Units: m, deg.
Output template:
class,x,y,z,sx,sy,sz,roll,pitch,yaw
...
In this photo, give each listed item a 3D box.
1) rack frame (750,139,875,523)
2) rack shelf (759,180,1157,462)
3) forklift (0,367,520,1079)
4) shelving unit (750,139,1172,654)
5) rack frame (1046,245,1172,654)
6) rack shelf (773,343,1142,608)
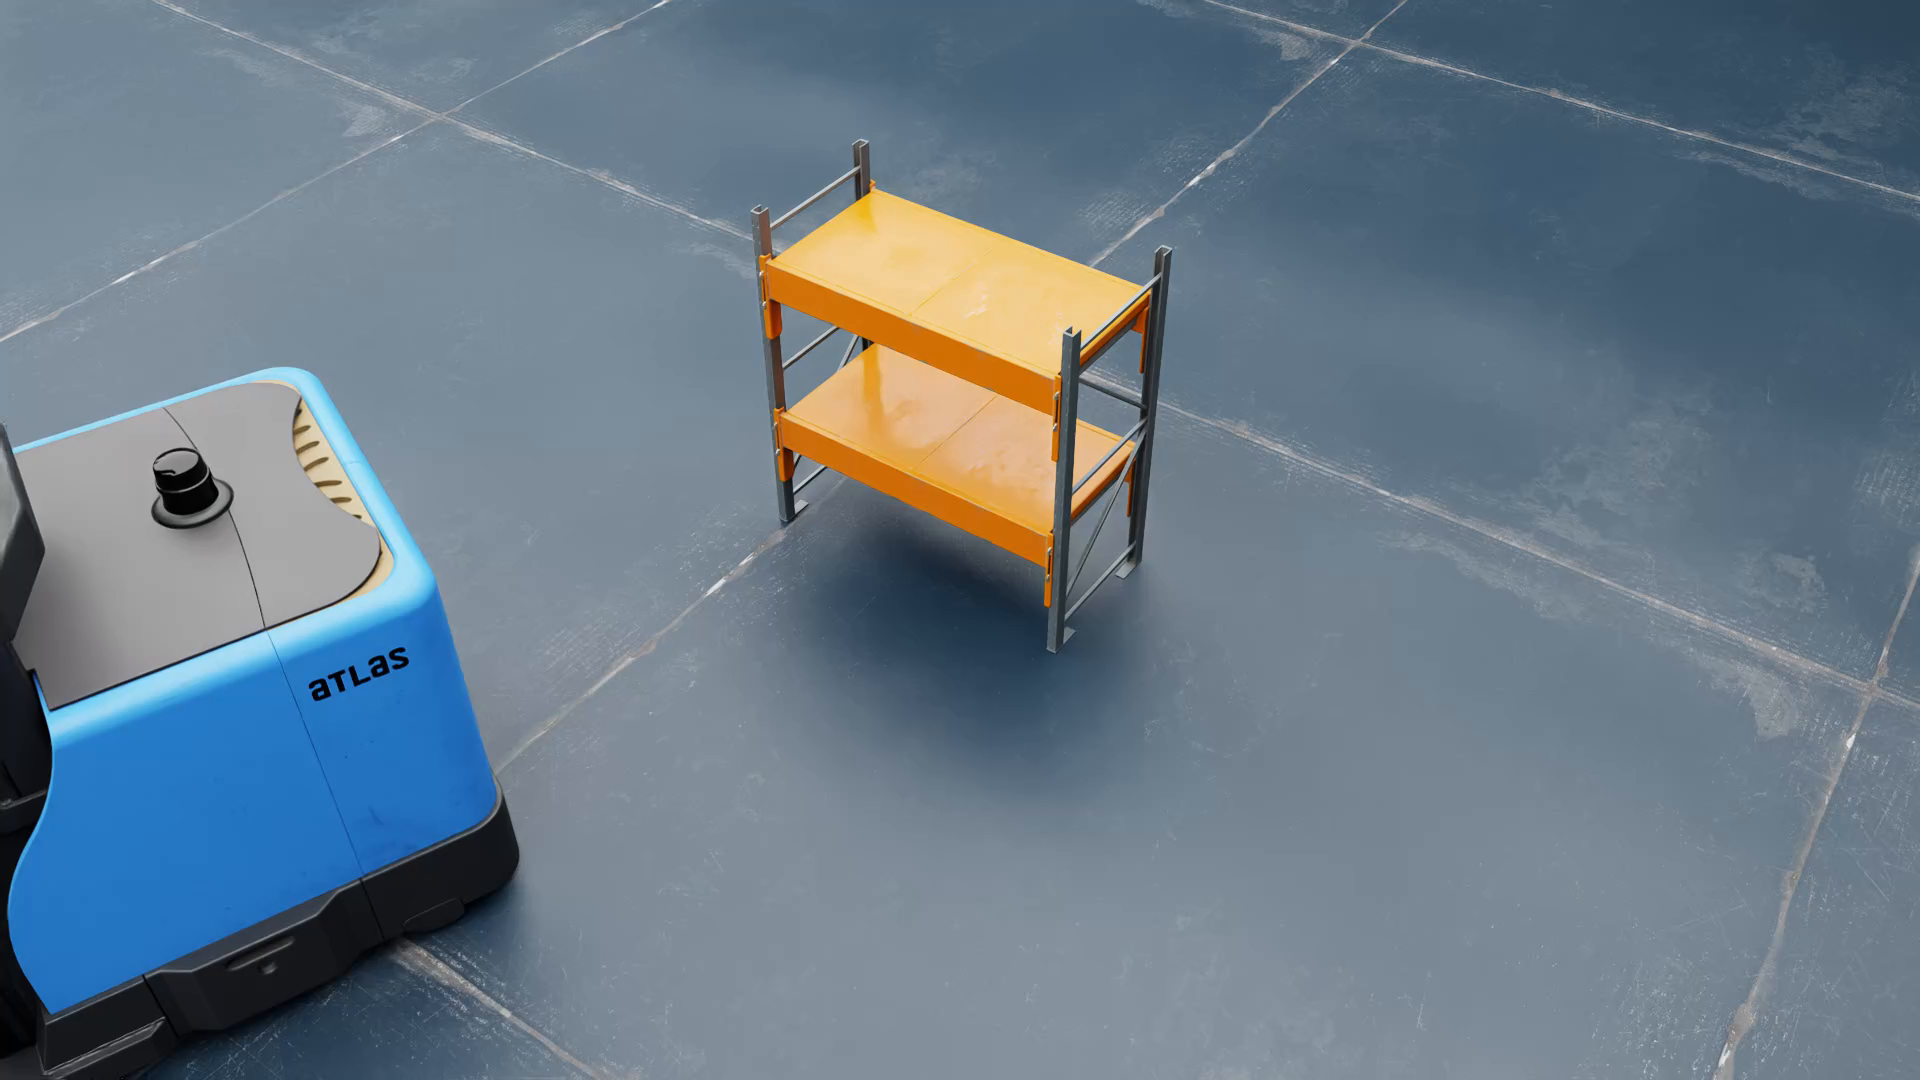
class,x,y,z,sx,sy,sz,roll,pitch,yaw
rack frame,-0.422,-0.616,5.095,0.032,1.125,0.500,25,48,25
rack shelf,-0.006,-0.640,4.683,1.000,0.278,0.538,25,48,25
forklift,-2.639,0.051,2.995,3.031,2.935,1.130,-23,47,-24
shelving unit,-0.006,-0.422,4.878,1.048,1.125,0.538,25,48,25
rack frame,0.411,-0.227,4.660,0.032,1.125,0.500,25,48,25
rack shelf,-0.006,-0.240,5.041,1.000,0.278,0.538,25,48,25
